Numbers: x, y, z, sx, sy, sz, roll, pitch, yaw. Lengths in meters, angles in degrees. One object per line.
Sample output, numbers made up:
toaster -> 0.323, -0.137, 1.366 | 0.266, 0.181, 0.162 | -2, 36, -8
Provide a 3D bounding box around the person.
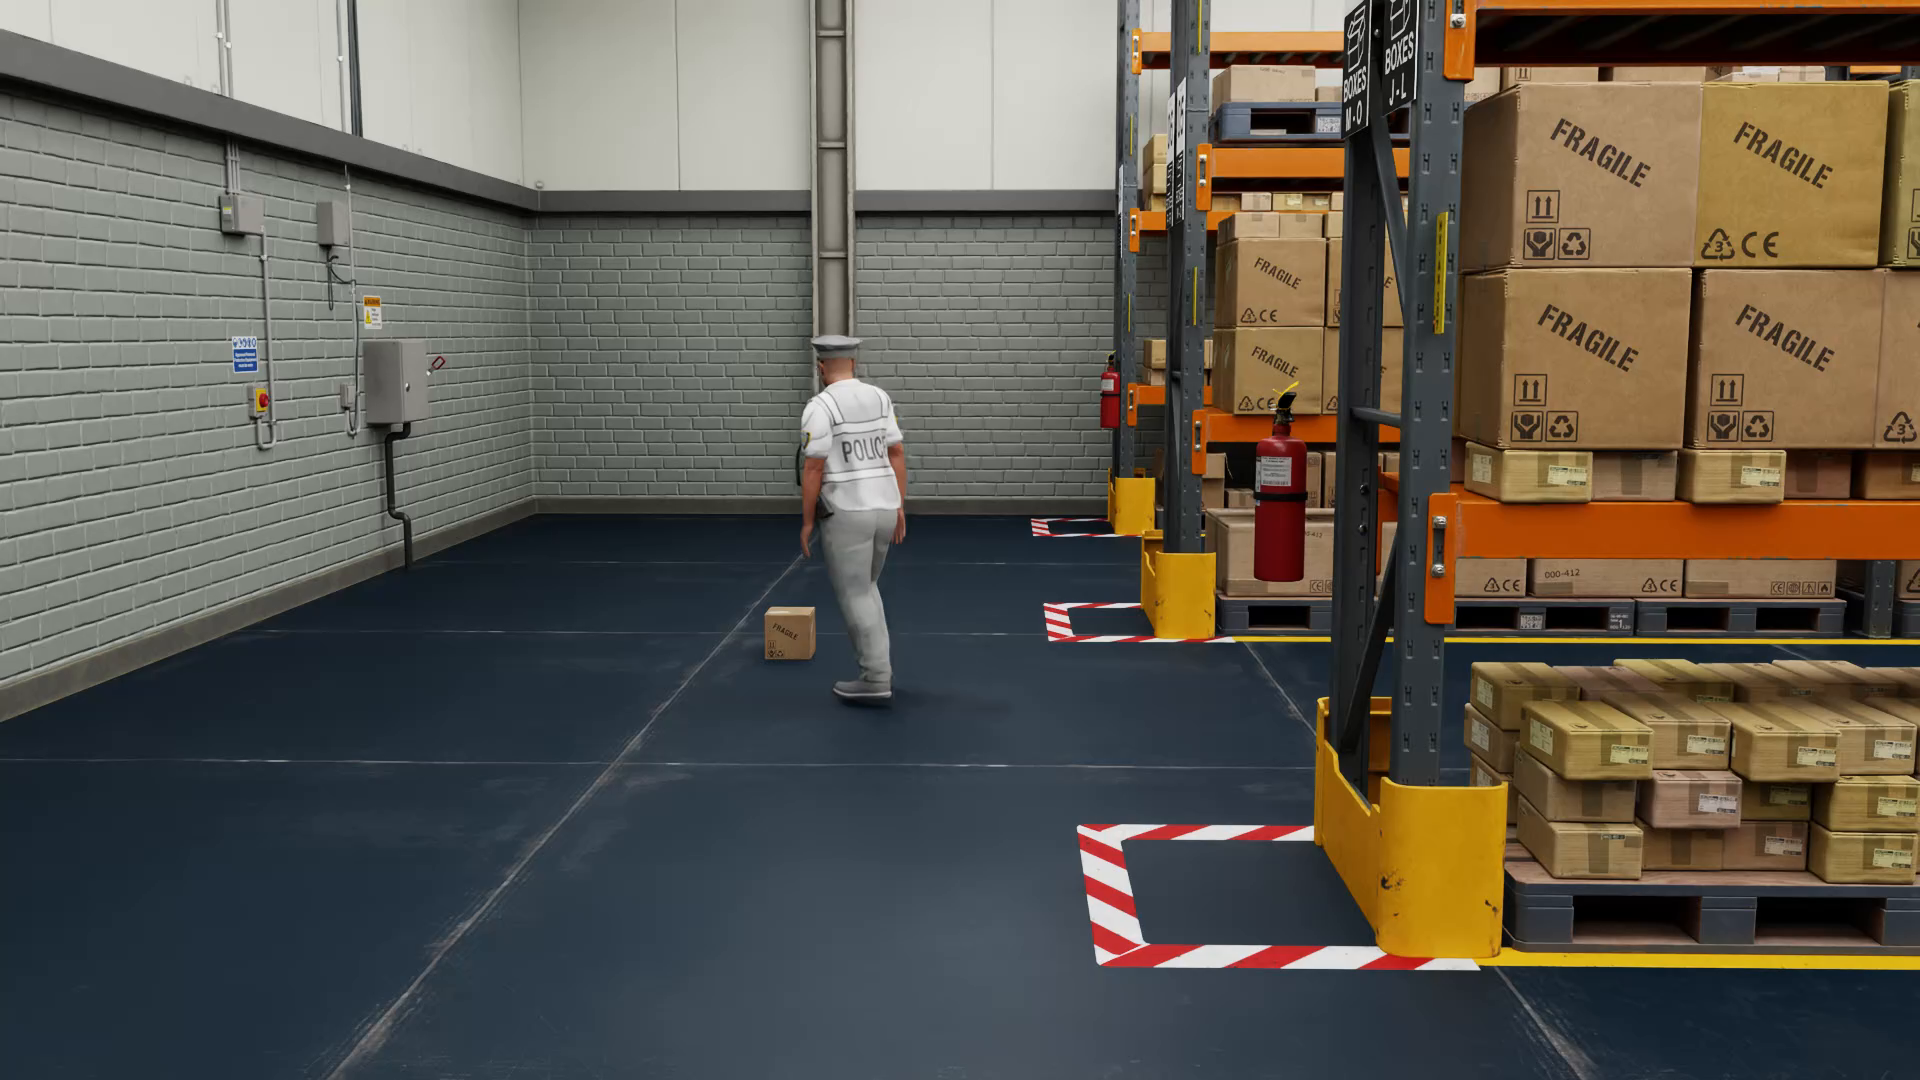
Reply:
person -> -0.493, -0.091, 8.000 | 0.483, 1.779, 0.584 | 6, 9, 38
